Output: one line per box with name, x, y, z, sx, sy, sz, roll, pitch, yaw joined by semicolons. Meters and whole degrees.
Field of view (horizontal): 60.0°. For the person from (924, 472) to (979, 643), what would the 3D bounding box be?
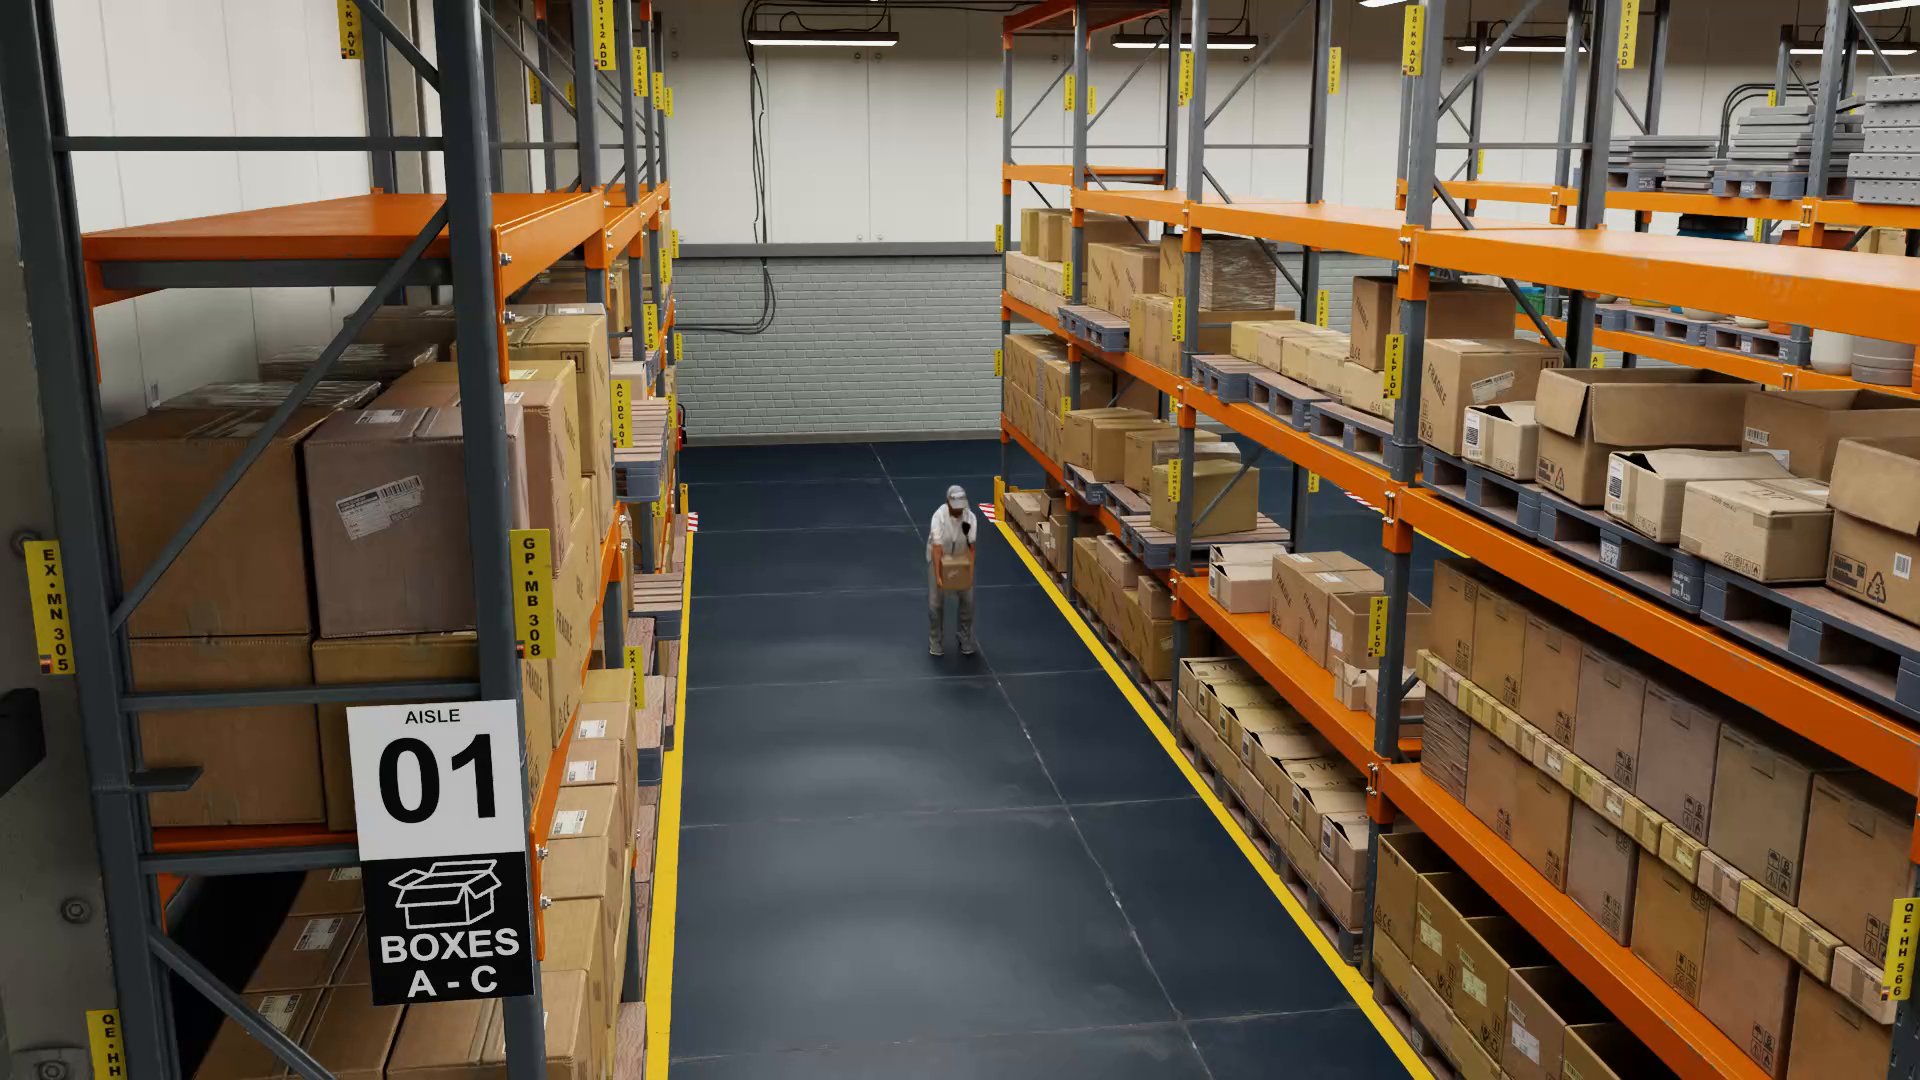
person;-0.075;0.166;15.115;0.504;1.604;0.429;-2;13;-10
